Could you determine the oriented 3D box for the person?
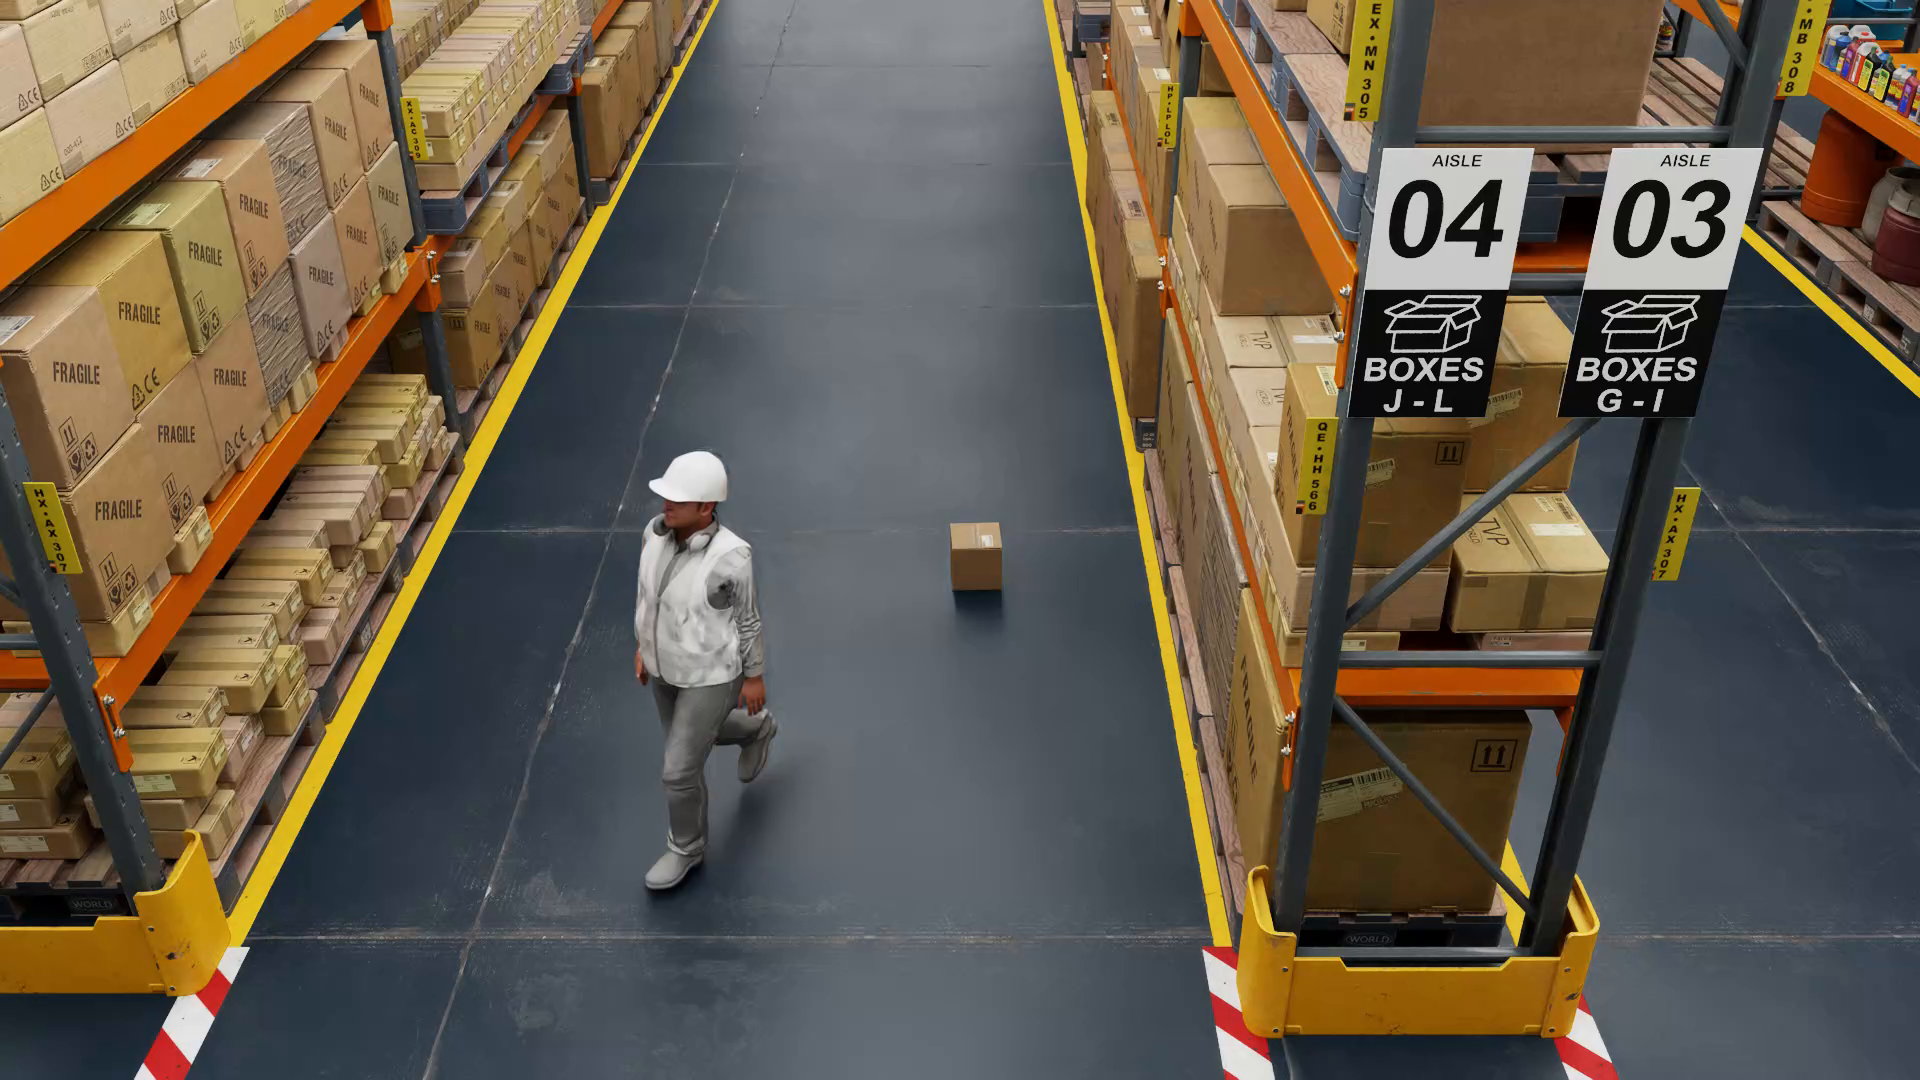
[{"bbox_3d":[-1.003,0.439,6.390,0.550,1.734,0.898,24,39,34],"label":"person"}]
